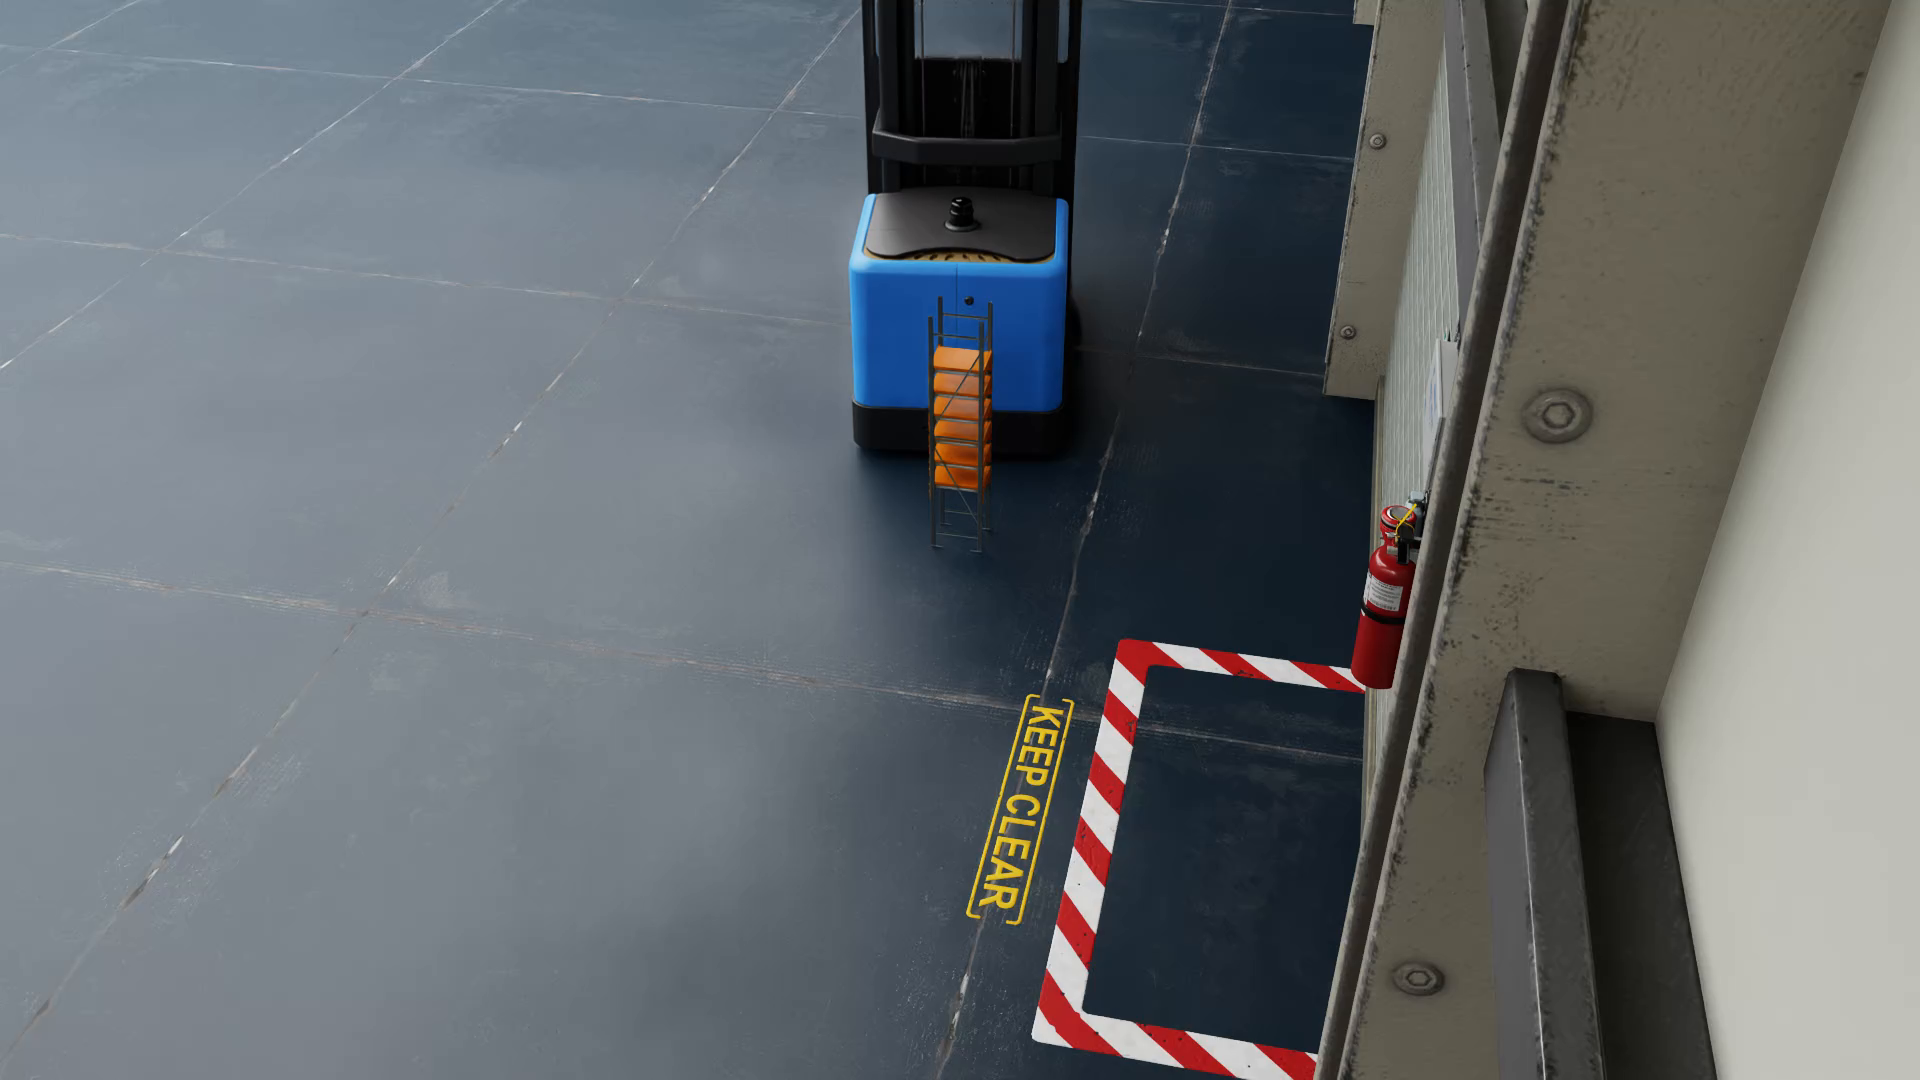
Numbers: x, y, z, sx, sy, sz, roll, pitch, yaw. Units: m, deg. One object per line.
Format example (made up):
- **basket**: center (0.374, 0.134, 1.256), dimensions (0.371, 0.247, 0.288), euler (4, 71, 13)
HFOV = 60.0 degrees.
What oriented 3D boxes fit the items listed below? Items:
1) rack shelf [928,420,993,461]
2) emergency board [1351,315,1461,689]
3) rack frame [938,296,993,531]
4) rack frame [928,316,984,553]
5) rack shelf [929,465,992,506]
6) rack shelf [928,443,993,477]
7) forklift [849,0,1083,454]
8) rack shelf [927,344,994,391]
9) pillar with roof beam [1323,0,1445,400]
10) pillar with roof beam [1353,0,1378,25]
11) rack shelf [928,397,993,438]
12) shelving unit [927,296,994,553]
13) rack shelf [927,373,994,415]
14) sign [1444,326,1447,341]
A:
- **rack shelf**: center (0.003, -0.458, 7.435), dimensions (0.258, 0.103, 0.180), euler (7, 37, 10)
- **emergency board**: center (1.400, -0.054, 5.269), dimensions (0.194, 1.169, 0.643), euler (7, 37, 10)
- **rack frame**: center (0.023, -0.547, 7.482), dimensions (0.240, 1.200, 0.006), euler (7, 37, 10)
- **rack frame**: center (-0.016, -0.442, 7.337), dimensions (0.240, 1.200, 0.006), euler (7, 37, 10)
- **rack shelf**: center (0.003, -0.264, 7.576), dimensions (0.258, 0.103, 0.180), euler (7, 37, 10)
- **rack shelf**: center (0.003, -0.361, 7.506), dimensions (0.258, 0.103, 0.180), euler (7, 37, 10)
- **forklift**: center (0.074, -2.452, 8.636), dimensions (1.130, 2.935, 3.031), euler (2, 36, 3)
- **rack shelf**: center (0.003, -0.750, 7.224), dimensions (0.258, 0.103, 0.180), euler (7, 37, 10)
- **pillar with roof beam**: center (-2.090, -5.051, 7.051), dimensions (9.100, 9.000, 0.400), euler (7, 37, 10)
- **pillar with roof beam**: center (-0.808, -8.491, 11.797), dimensions (9.100, 9.000, 0.400), euler (7, 37, 10)
- **rack shelf**: center (0.003, -0.555, 7.365), dimensions (0.258, 0.103, 0.180), euler (7, 37, 10)
- **shelving unit**: center (0.003, -0.494, 7.409), dimensions (0.258, 1.200, 0.189), euler (7, 37, 10)
- **rack shelf**: center (0.003, -0.652, 7.295), dimensions (0.258, 0.103, 0.180), euler (7, 37, 10)
- **sign**: center (1.609, -0.586, 5.520), dimensions (0.001, 0.109, 0.331), euler (7, 37, 10)
